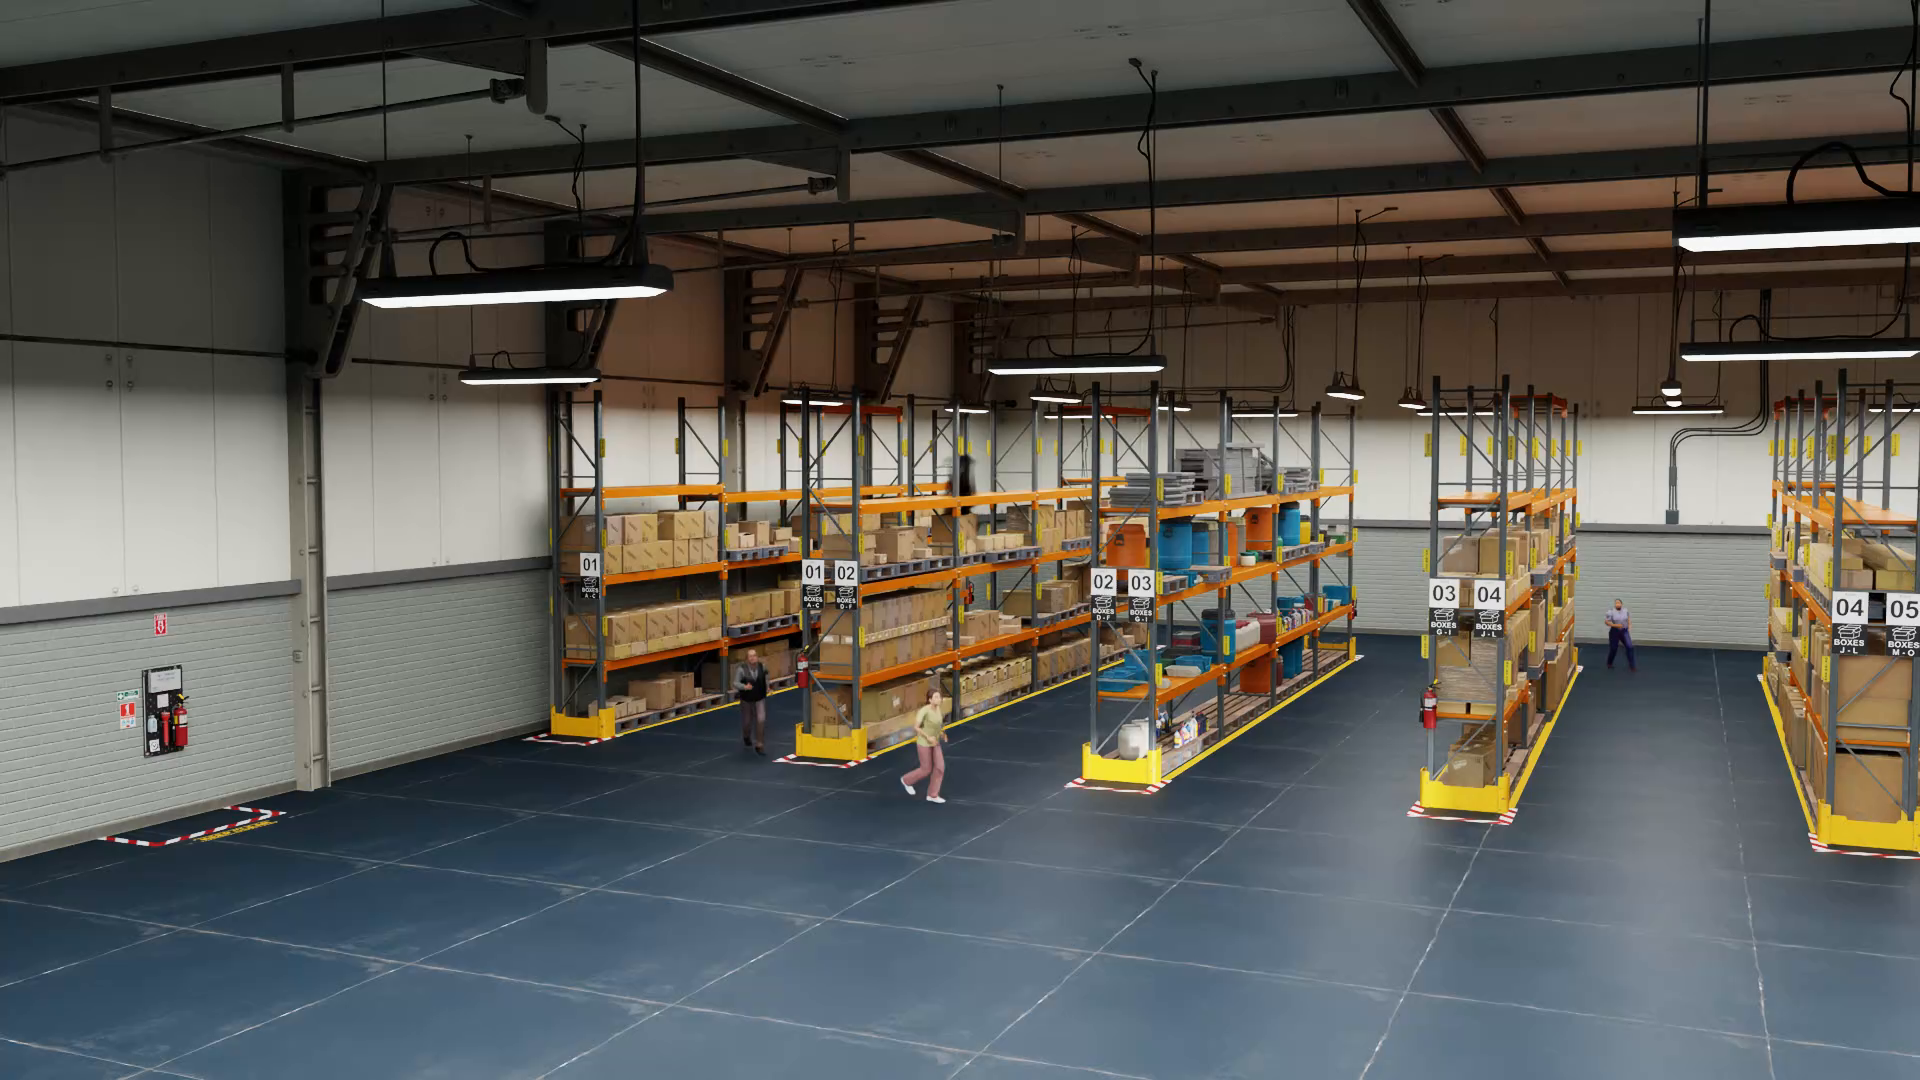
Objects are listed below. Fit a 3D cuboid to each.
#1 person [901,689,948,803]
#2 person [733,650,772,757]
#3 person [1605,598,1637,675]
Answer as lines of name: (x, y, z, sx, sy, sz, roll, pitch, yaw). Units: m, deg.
person: (-0.512, 2.888, 23.586, 0.764, 1.607, 0.583, 3, 4, 40)
person: (-3.416, 2.642, 27.328, 0.663, 1.717, 0.985, -1, 3, -15)
person: (14.706, 2.144, 37.121, 0.616, 1.664, 0.877, 0, 3, 1)
